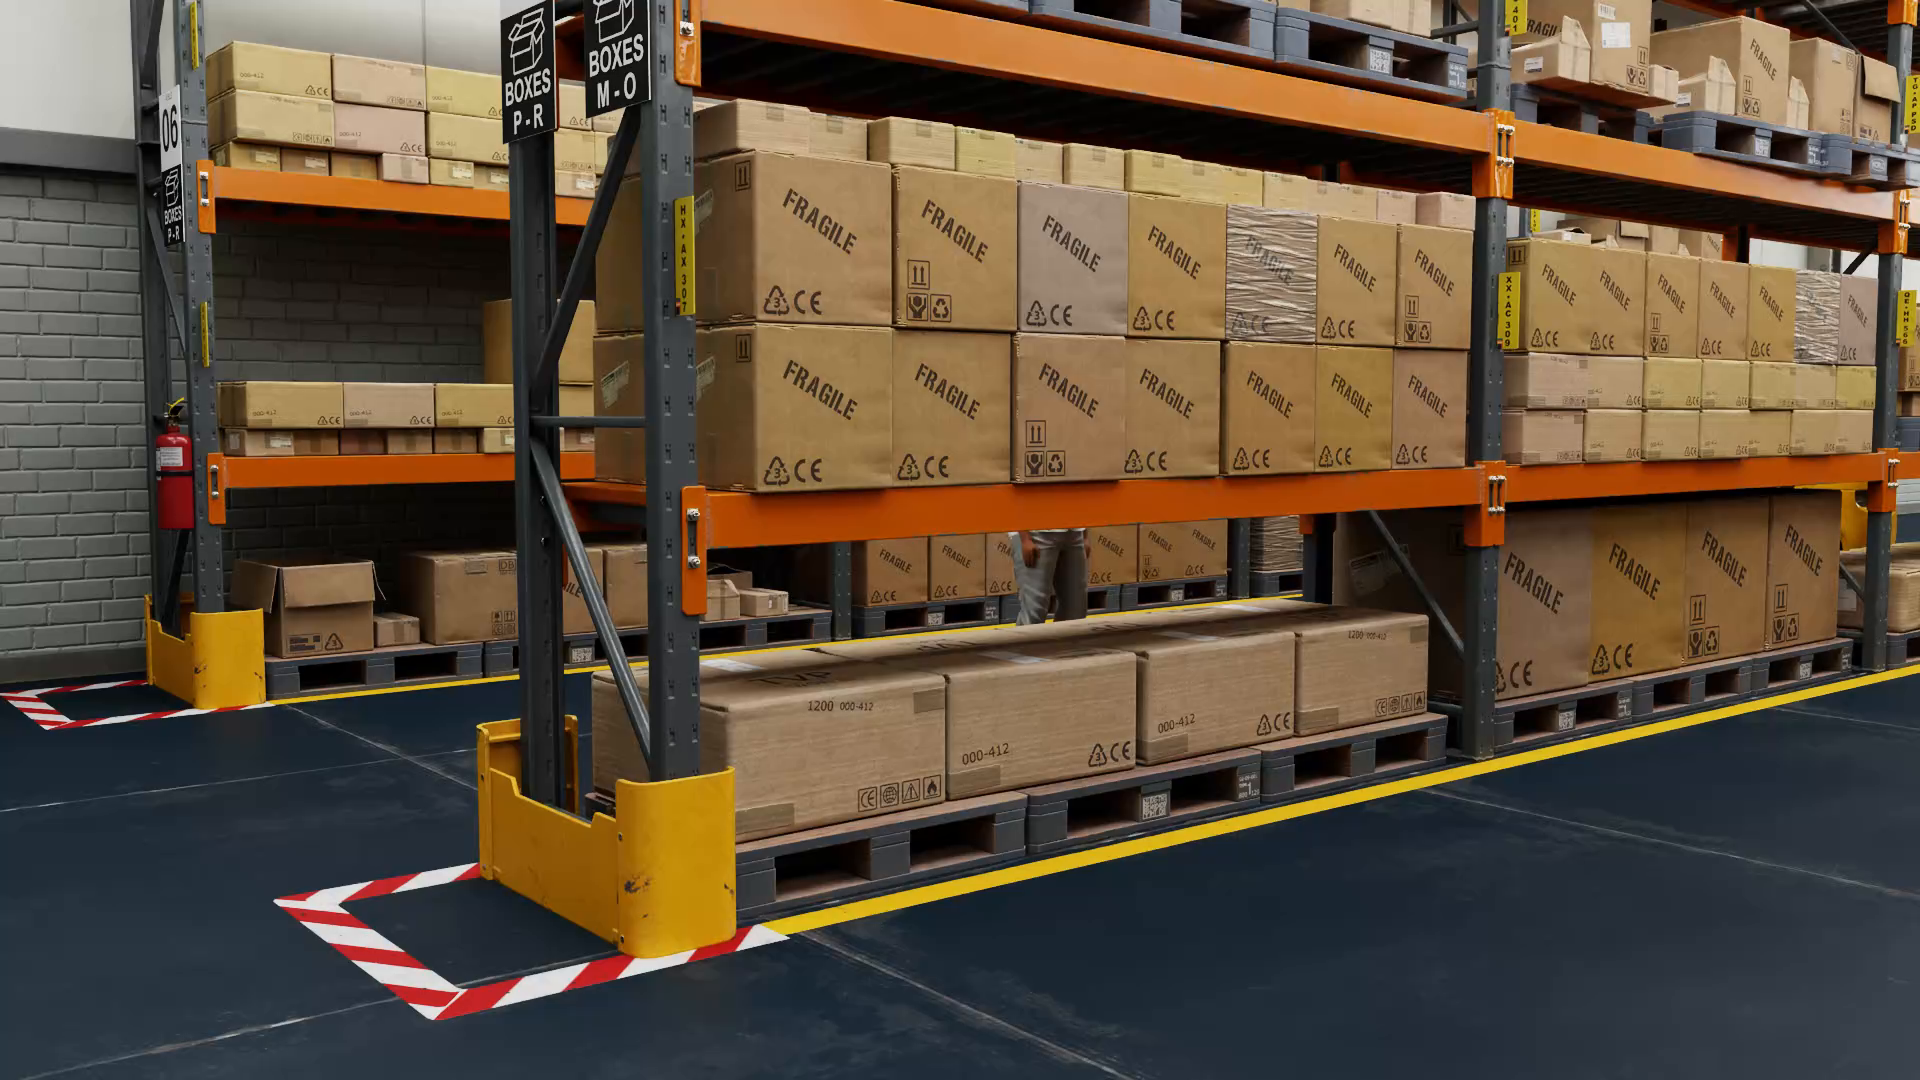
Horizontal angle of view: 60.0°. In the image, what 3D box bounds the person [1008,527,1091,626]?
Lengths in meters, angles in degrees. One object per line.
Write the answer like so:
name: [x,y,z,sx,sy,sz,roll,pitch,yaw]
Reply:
person: [0.509,0.011,9.065,0.564,1.666,0.468,-4,6,-42]
